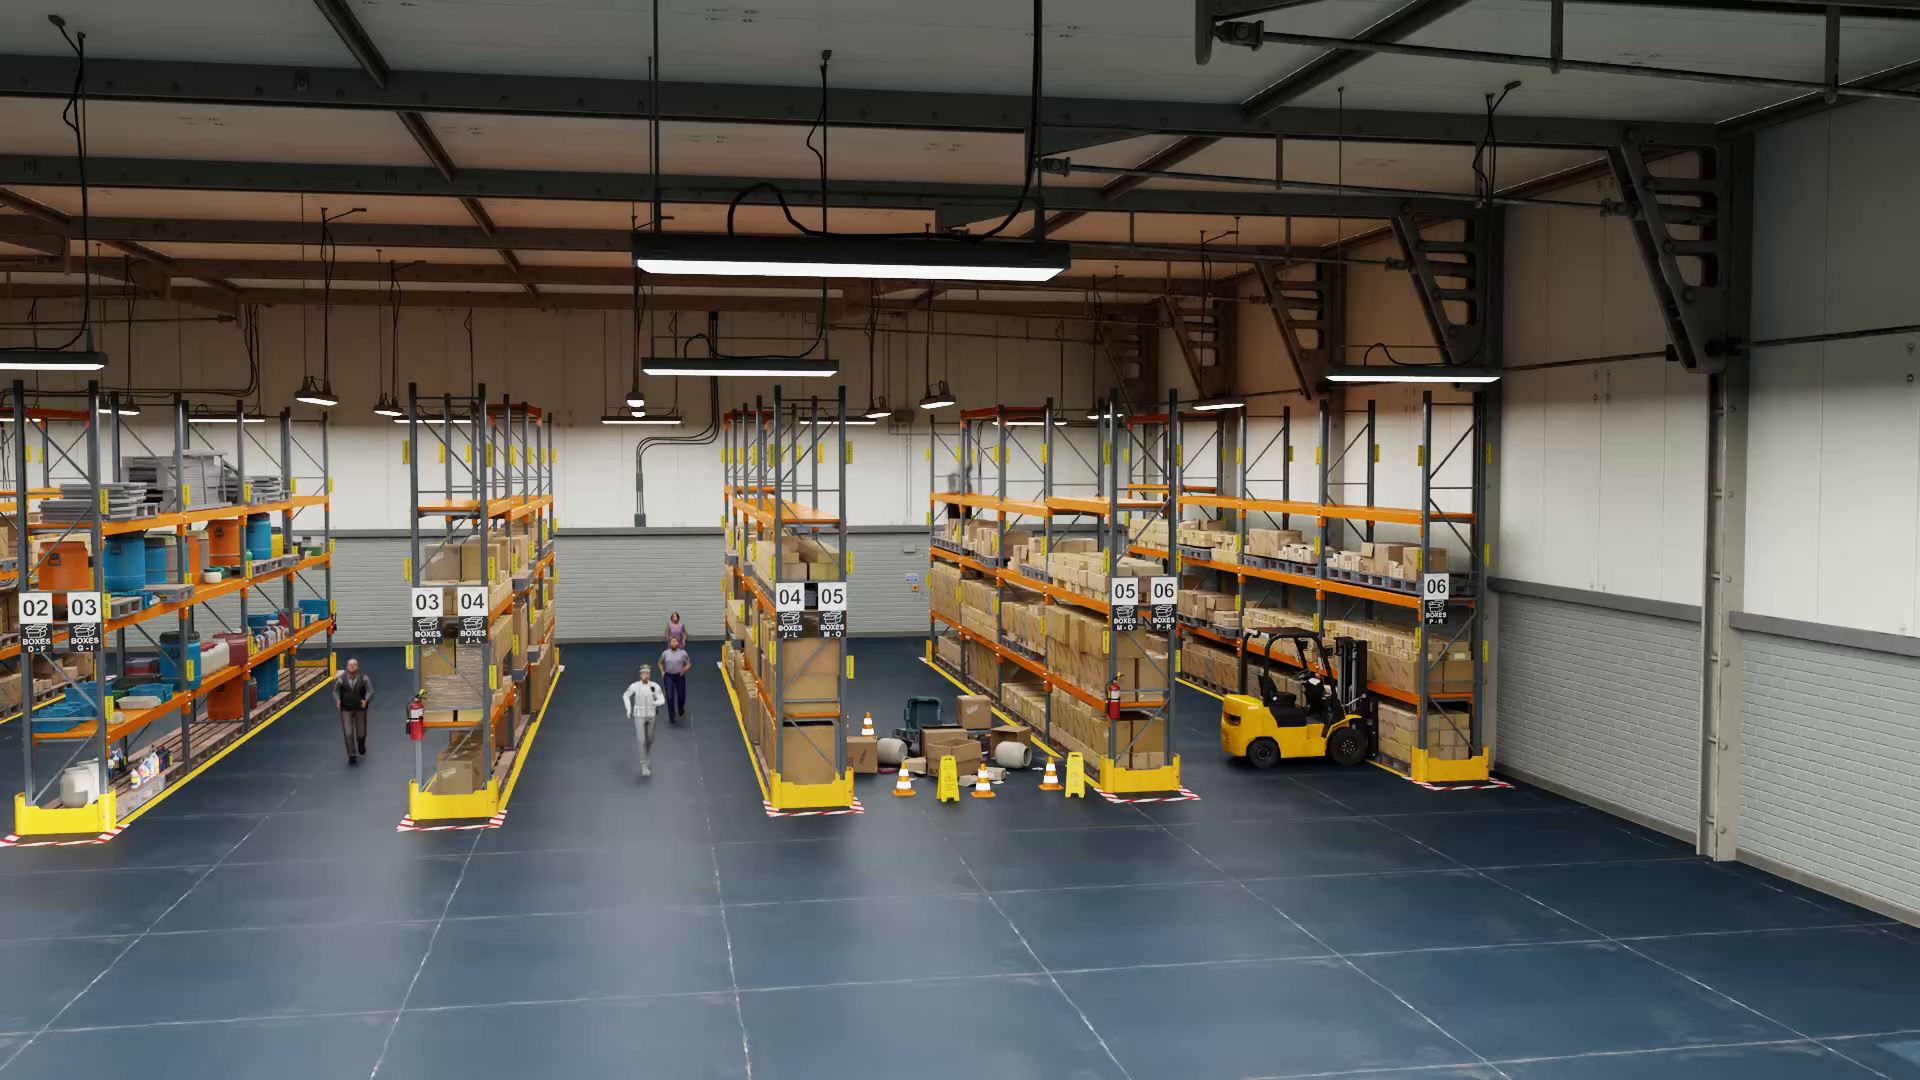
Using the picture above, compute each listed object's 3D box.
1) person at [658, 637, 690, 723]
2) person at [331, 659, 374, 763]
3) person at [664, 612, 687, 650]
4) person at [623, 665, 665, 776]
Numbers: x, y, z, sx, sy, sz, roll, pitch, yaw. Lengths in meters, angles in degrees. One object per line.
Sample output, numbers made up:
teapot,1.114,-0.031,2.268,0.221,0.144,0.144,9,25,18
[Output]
person,-5.378,2.621,31.284,0.611,1.589,0.664,0,3,-9
person,-9.923,2.787,27.181,0.659,1.673,0.614,-1,3,-18
person,-6.156,2.373,36.004,0.516,1.635,0.677,-1,3,-11
person,-4.967,2.799,26.228,0.612,1.682,0.922,-1,3,-21
